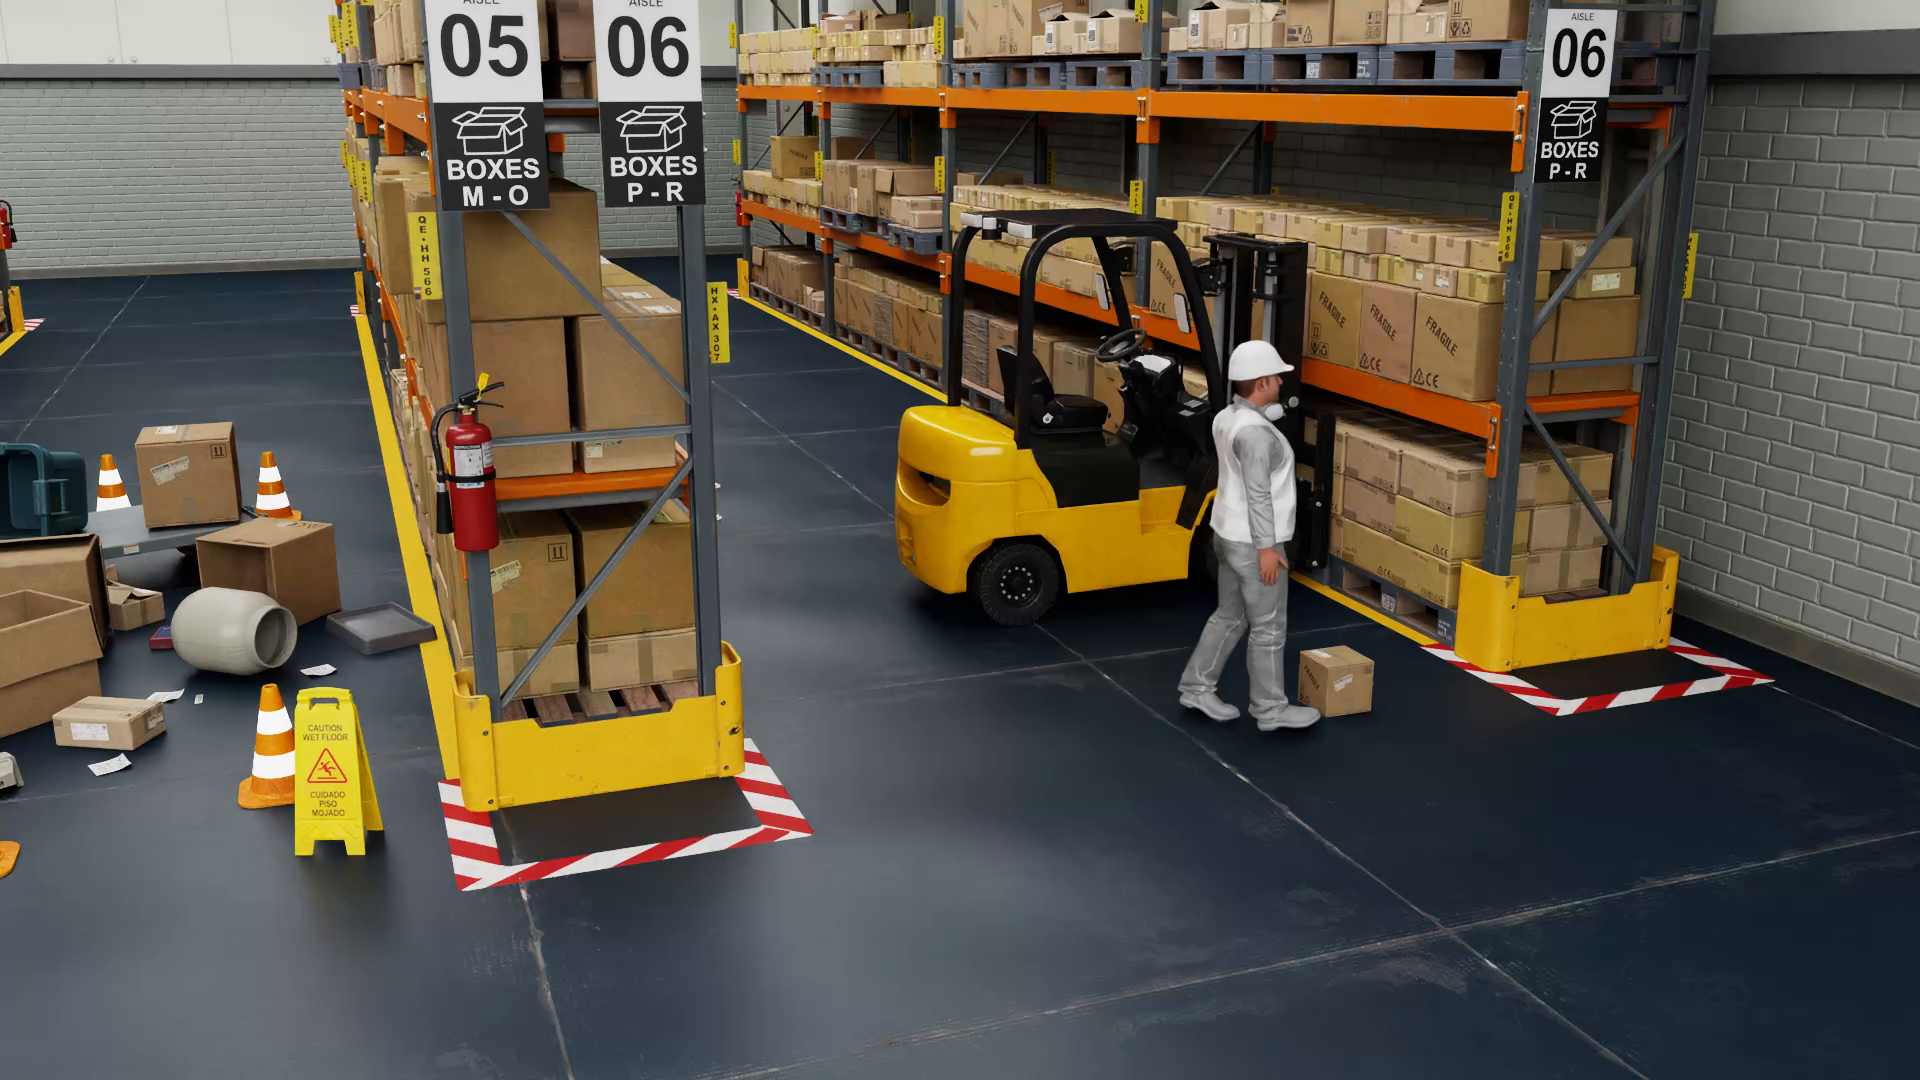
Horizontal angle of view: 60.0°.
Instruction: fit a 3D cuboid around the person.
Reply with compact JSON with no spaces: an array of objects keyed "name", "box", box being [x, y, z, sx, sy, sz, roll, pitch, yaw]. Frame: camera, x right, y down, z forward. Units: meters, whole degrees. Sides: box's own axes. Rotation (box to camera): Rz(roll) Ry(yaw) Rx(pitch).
[{"name":"person","box":[1.344,-0.014,7.503,0.618,1.778,0.547,-1,16,-5]}]
